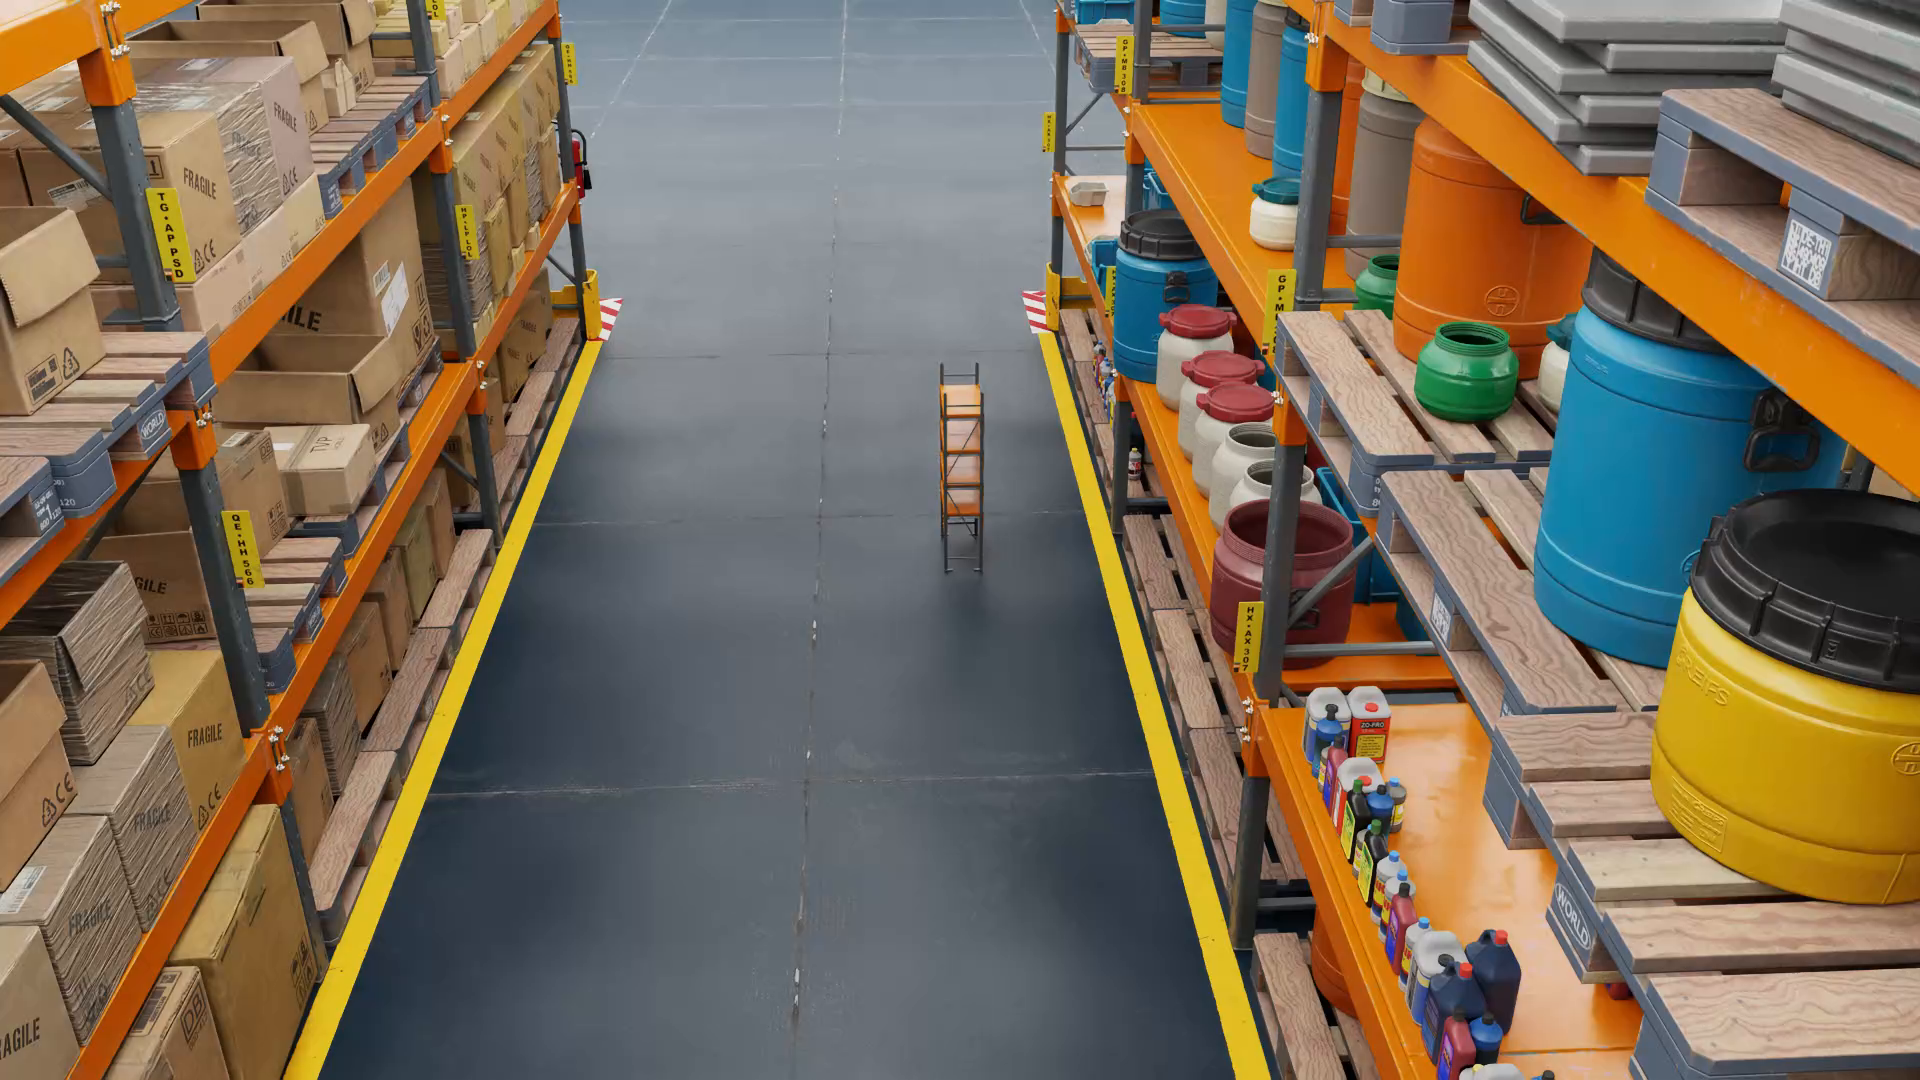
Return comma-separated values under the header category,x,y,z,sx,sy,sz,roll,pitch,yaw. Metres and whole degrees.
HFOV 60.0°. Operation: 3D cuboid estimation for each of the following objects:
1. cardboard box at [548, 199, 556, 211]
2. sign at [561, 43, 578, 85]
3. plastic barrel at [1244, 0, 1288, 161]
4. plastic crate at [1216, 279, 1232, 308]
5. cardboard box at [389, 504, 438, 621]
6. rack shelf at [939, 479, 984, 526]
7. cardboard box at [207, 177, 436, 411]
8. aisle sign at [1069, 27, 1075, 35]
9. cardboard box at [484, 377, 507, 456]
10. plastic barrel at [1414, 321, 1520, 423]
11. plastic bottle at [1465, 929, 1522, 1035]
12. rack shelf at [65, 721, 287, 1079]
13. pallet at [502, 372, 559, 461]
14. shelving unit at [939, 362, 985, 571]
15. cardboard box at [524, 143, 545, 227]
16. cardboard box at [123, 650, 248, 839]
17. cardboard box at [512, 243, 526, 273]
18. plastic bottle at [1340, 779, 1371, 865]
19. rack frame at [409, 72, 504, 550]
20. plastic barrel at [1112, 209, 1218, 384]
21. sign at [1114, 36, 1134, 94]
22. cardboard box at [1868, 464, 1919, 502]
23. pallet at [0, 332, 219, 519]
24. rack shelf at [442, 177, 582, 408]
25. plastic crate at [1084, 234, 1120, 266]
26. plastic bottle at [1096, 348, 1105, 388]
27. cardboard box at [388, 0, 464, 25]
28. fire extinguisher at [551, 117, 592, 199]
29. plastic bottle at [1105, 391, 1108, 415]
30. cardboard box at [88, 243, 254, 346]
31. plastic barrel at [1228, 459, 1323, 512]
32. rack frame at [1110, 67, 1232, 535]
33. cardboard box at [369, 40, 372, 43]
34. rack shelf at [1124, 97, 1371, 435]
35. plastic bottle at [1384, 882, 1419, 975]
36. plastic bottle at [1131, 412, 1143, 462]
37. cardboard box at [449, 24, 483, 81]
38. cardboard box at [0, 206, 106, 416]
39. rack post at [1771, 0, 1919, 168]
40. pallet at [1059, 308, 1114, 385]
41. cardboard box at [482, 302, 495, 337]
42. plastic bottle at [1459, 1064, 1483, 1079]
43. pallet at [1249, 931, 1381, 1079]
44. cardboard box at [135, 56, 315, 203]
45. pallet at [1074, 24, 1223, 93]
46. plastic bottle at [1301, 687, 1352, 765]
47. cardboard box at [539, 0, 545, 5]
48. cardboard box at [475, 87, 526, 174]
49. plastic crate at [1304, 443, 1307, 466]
category,x,y,z,sx,sy,sz,roll,pitch,yaw
cardboard box,-3.365,-2.661,12.942,0.380,0.149,0.250,-1,28,-3
sign,-3.107,-3.786,13.234,0.100,0.325,0.005,-1,28,-3
plastic barrel,1.770,-2.422,8.426,0.600,0.901,0.600,0,28,0
plastic crate,1.592,-1.618,10.739,0.767,0.338,0.504,-1,28,-3
cardboard box,-3.437,0.137,9.534,0.700,0.500,0.500,-2,28,-3
rack shelf,0.009,-0.220,10.511,0.258,0.148,0.480,-1,28,-3
cardboard box,-3.552,-1.363,9.080,1.000,1.000,1.000,-1,28,-2
aisle sign,0.987,-4.427,13.246,0.394,0.787,0.004,-1,28,-3
cardboard box,-3.472,-0.809,11.369,0.500,0.500,0.500,7,28,14
plastic barrel,1.527,-0.506,5.009,0.294,0.245,0.294,0,28,0
plastic bottle,1.623,1.324,5.083,0.144,0.351,0.185,-1,28,-3
rack shelf,-3.141,1.808,4.879,1.077,0.370,4.000,-1,28,-3
pallet,-3.591,-0.919,12.346,1.003,0.211,1.213,-1,28,-3
shelving unit,0.009,-0.456,10.388,0.258,1.200,0.503,-1,28,-3
cardboard box,-3.533,-2.590,12.105,0.875,0.500,0.500,-1,28,-3
cardboard box,-2.972,0.743,6.035,0.500,0.500,0.500,-1,28,-1
cardboard box,-3.256,-1.969,11.615,0.380,0.149,0.250,-1,28,-3
plastic bottle,1.387,0.982,5.811,0.061,0.283,0.133,-1,28,-3
rack frame,-3.454,-1.281,10.026,1.000,3.000,0.127,-1,28,-3
plastic barrel,1.210,-1.438,9.783,0.600,0.901,0.708,-1,28,-3
sign,0.942,-2.727,9.543,0.100,0.325,0.005,-1,28,-3
cardboard box,6.213,-0.294,10.651,0.500,0.250,0.500,-2,28,-4
pallet,-3.158,-0.384,5.266,1.213,0.211,1.003,0,28,0
rack shelf,-3.558,-1.886,11.963,1.077,0.370,4.000,-1,28,-3
plastic crate,1.155,-2.028,11.742,0.530,0.136,0.437,-1,28,-3
plastic bottle,1.061,-1.289,12.502,0.061,0.283,0.133,-1,28,-2
cardboard box,-3.294,-3.239,10.266,0.380,0.149,0.250,-1,28,-1
fire extinguisher,-3.208,-3.158,13.708,0.296,0.674,0.183,-1,28,-3
plastic bottle,1.106,-1.013,12.060,0.097,0.201,0.097,0,28,0
cardboard box,-3.015,-0.921,6.253,0.500,0.250,0.500,-1,28,-2
plastic barrel,1.434,-0.073,7.588,0.421,0.512,0.421,0,28,0
rack frame,1.492,-1.401,10.255,1.000,3.000,0.127,-1,28,-3
cardboard box,-3.682,-2.990,9.790,0.380,0.149,0.250,-1,28,-2
rack shelf,1.597,-1.488,7.957,1.077,0.370,4.000,-1,28,-3
plastic bottle,1.416,1.240,5.317,0.061,0.283,0.133,-1,28,-3
plastic bottle,1.171,-0.712,11.323,0.144,0.351,0.185,-2,28,-4
cardboard box,-3.254,-3.003,10.245,0.500,0.250,0.500,-2,28,-3
cardboard box,-3.141,-0.716,5.132,0.797,0.503,0.637,0,28,0
rack post,1.897,-0.723,2.549,0.937,0.300,0.954,-2,28,-4
pallet,1.372,-1.603,13.657,1.003,0.211,1.213,-1,28,-3
cardboard box,-3.165,-1.392,10.510,0.380,0.149,0.250,-1,28,-3
plastic bottle,1.469,1.584,4.747,0.097,0.201,0.097,0,28,0
pallet,1.784,2.046,6.662,1.003,0.211,1.213,-1,28,-3
cardboard box,-3.069,-1.720,6.974,0.500,0.500,0.500,-2,28,-4
pallet,1.357,-2.978,10.239,1.213,0.211,1.003,-1,28,-3
plastic bottle,1.401,0.709,6.344,0.152,0.276,0.135,-1,28,-3
cardboard box,-3.384,-4.176,12.493,0.500,0.250,0.500,-1,28,-1
cardboard box,-3.314,-2.807,11.440,0.500,0.500,0.500,-1,28,-3
plastic crate,1.865,-0.510,8.775,0.450,0.188,0.662,-1,28,-3
